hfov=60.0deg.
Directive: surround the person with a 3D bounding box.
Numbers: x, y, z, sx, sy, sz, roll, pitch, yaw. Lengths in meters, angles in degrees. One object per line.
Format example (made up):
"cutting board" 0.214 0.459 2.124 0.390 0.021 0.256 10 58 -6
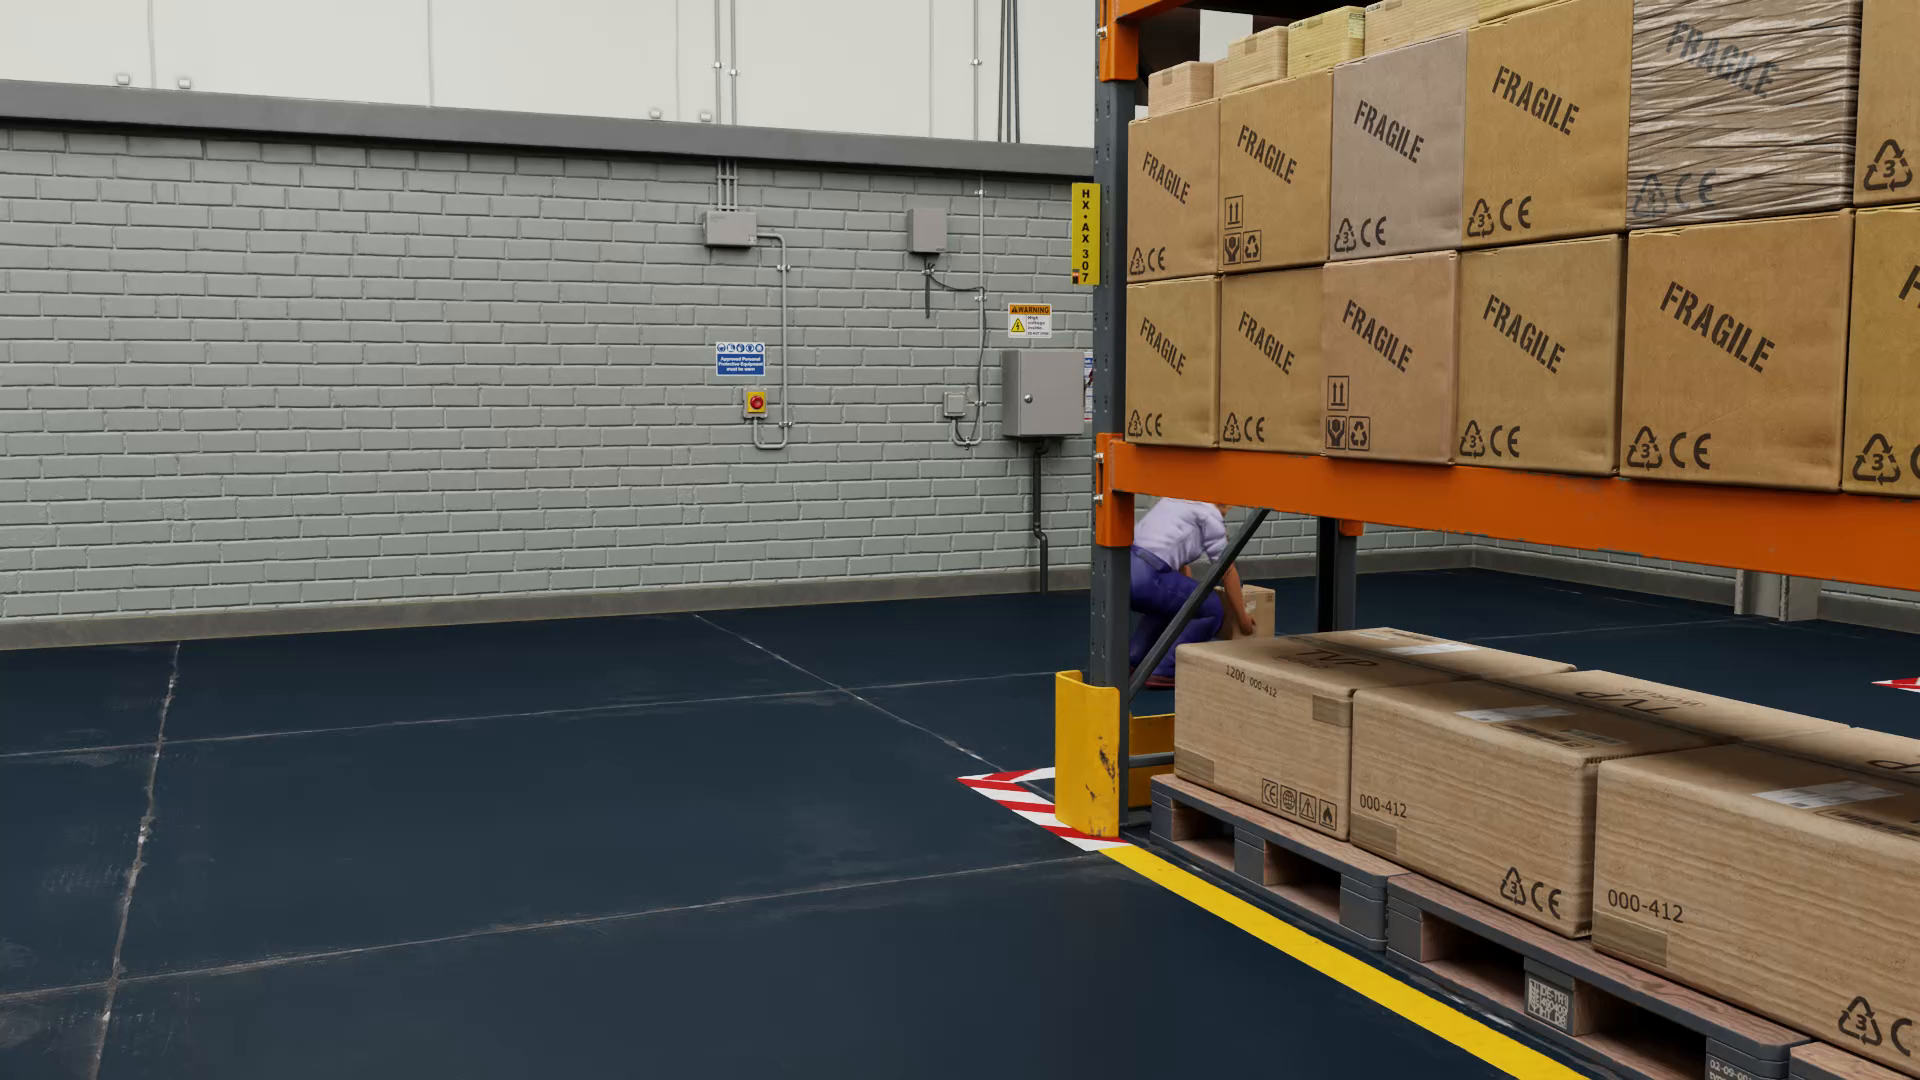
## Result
"person" 1.052 0.198 8.274 0.793 1.033 0.529 -2 6 -24
